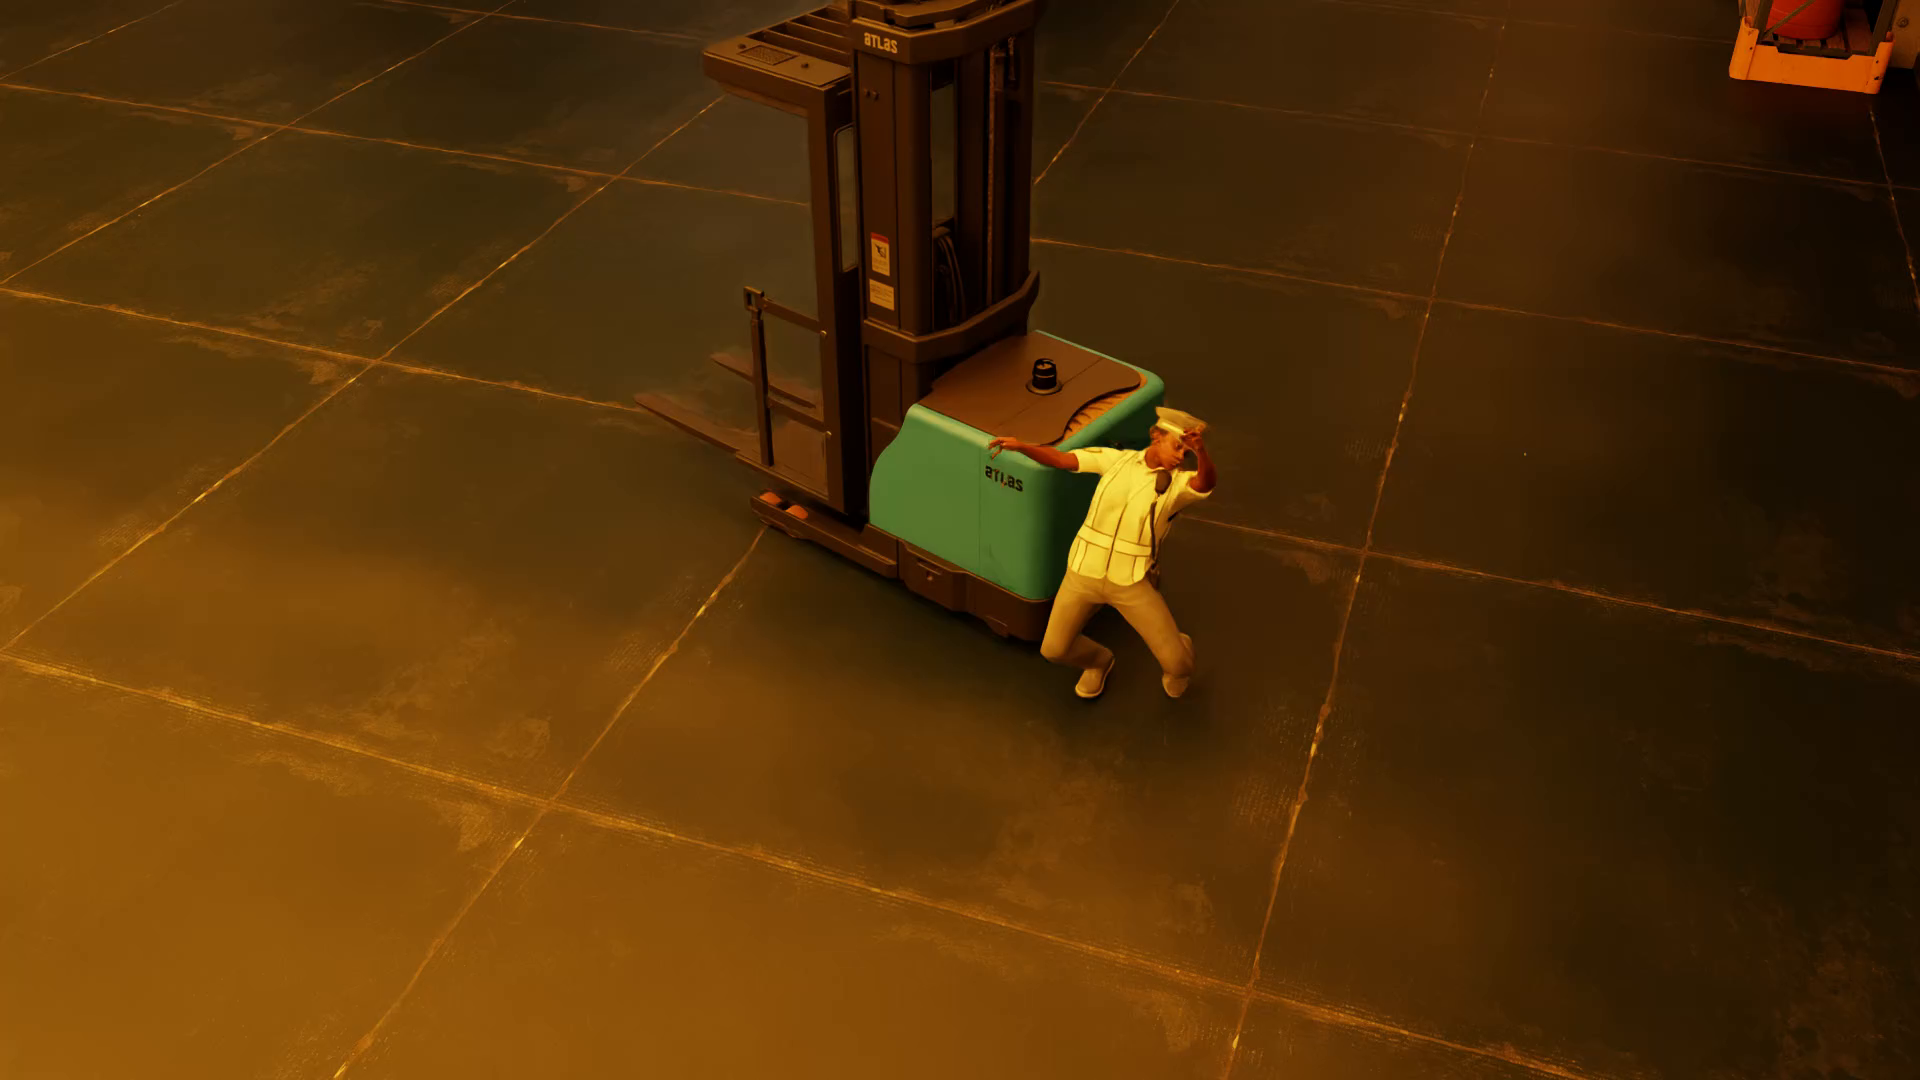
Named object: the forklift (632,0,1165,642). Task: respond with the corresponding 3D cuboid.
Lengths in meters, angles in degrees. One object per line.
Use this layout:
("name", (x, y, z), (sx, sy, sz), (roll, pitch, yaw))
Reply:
("forklift", (-0.473, -1.418, 8.112), (3.031, 2.935, 1.130), (25, 42, 31))

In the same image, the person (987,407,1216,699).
("person", (0.642, 0.002, 7.251), (0.946, 1.579, 0.691), (11, 37, 15))
